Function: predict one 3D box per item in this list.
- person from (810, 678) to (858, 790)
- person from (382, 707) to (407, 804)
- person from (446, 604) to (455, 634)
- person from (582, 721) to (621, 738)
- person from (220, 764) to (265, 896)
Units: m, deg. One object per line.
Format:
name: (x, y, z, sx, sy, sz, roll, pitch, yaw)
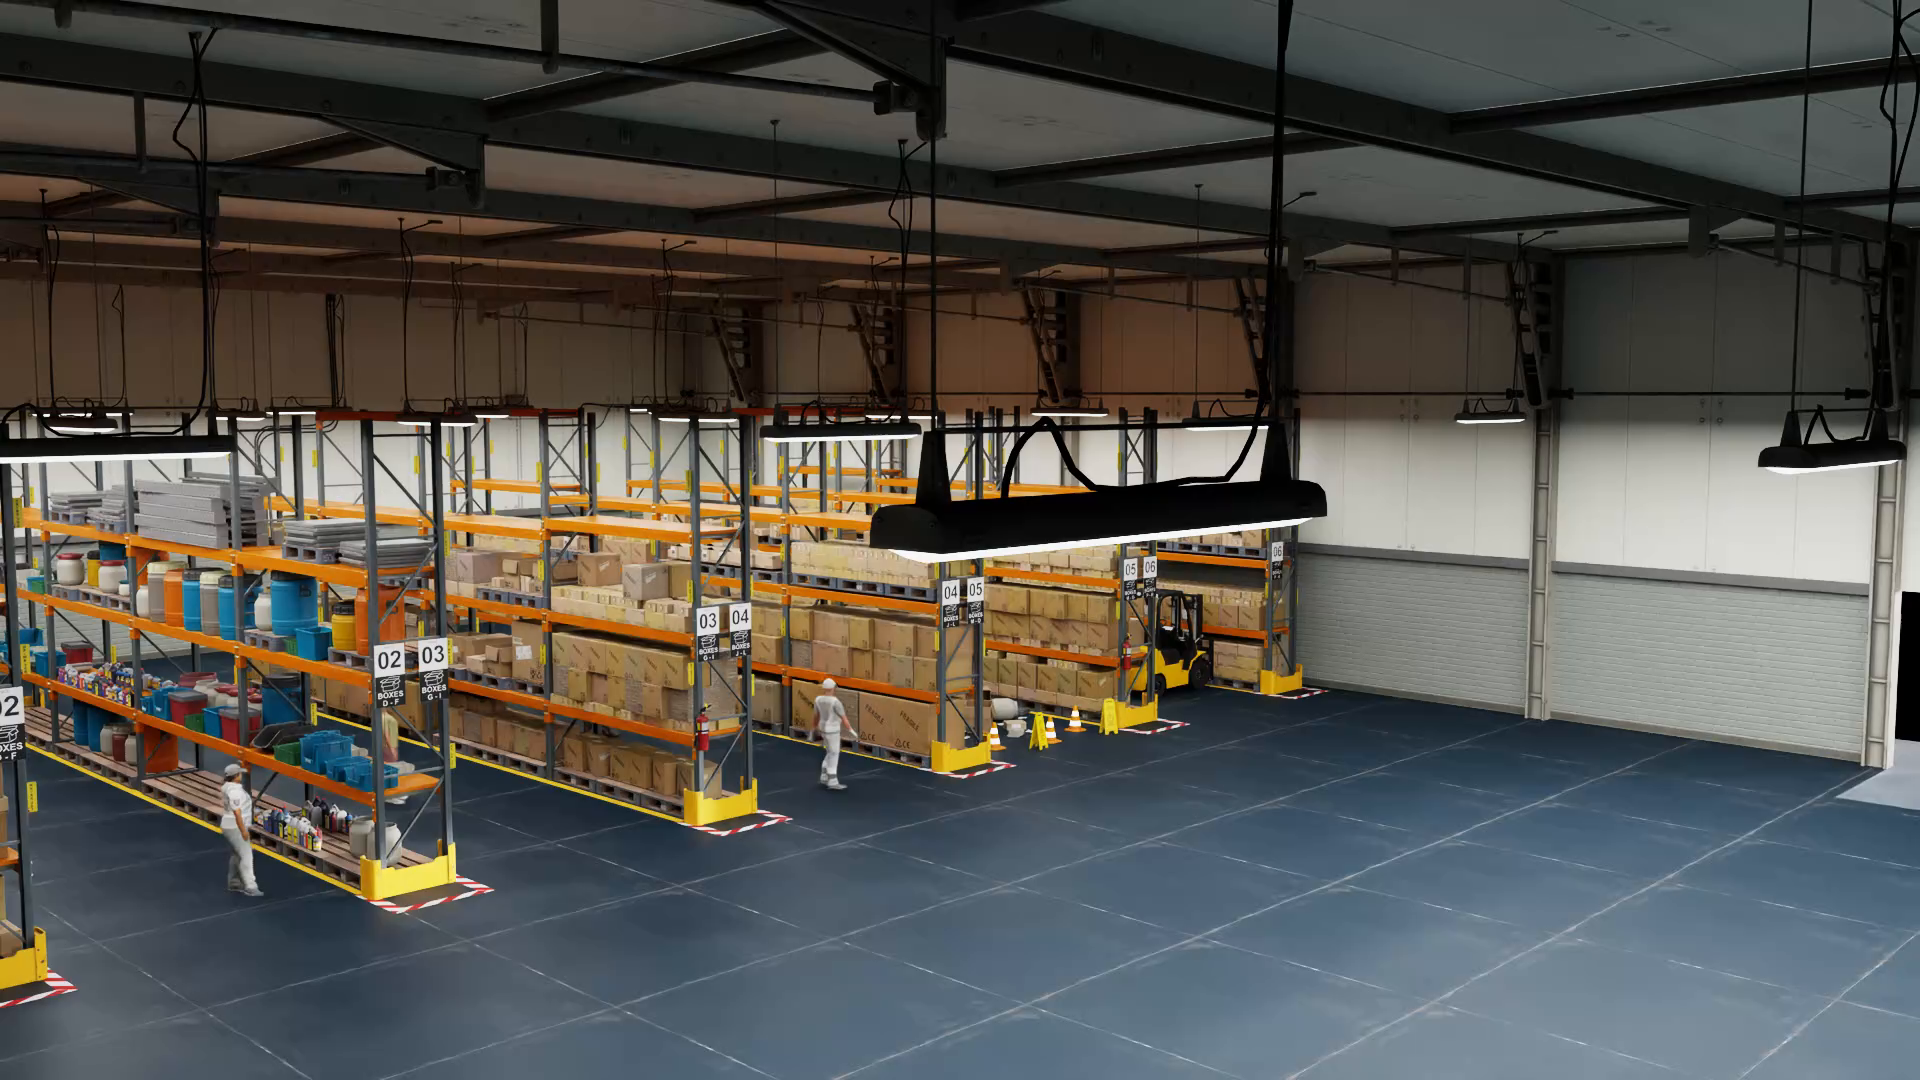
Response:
person: (-2.018, 3.090, 26.620, 0.603, 1.805, 0.618, -3, 6, -32)
person: (-8.814, 3.245, 25.749, 0.473, 1.672, 0.491, -1, 5, -11)
person: (-11.503, 2.225, 37.142, 0.471, 1.614, 0.646, -4, 7, -41)
person: (-6.580, 2.806, 30.284, 0.661, 1.714, 0.566, 0, 5, 6)
person: (-9.078, 3.671, 21.074, 0.543, 1.707, 0.488, -2, 5, -18)
